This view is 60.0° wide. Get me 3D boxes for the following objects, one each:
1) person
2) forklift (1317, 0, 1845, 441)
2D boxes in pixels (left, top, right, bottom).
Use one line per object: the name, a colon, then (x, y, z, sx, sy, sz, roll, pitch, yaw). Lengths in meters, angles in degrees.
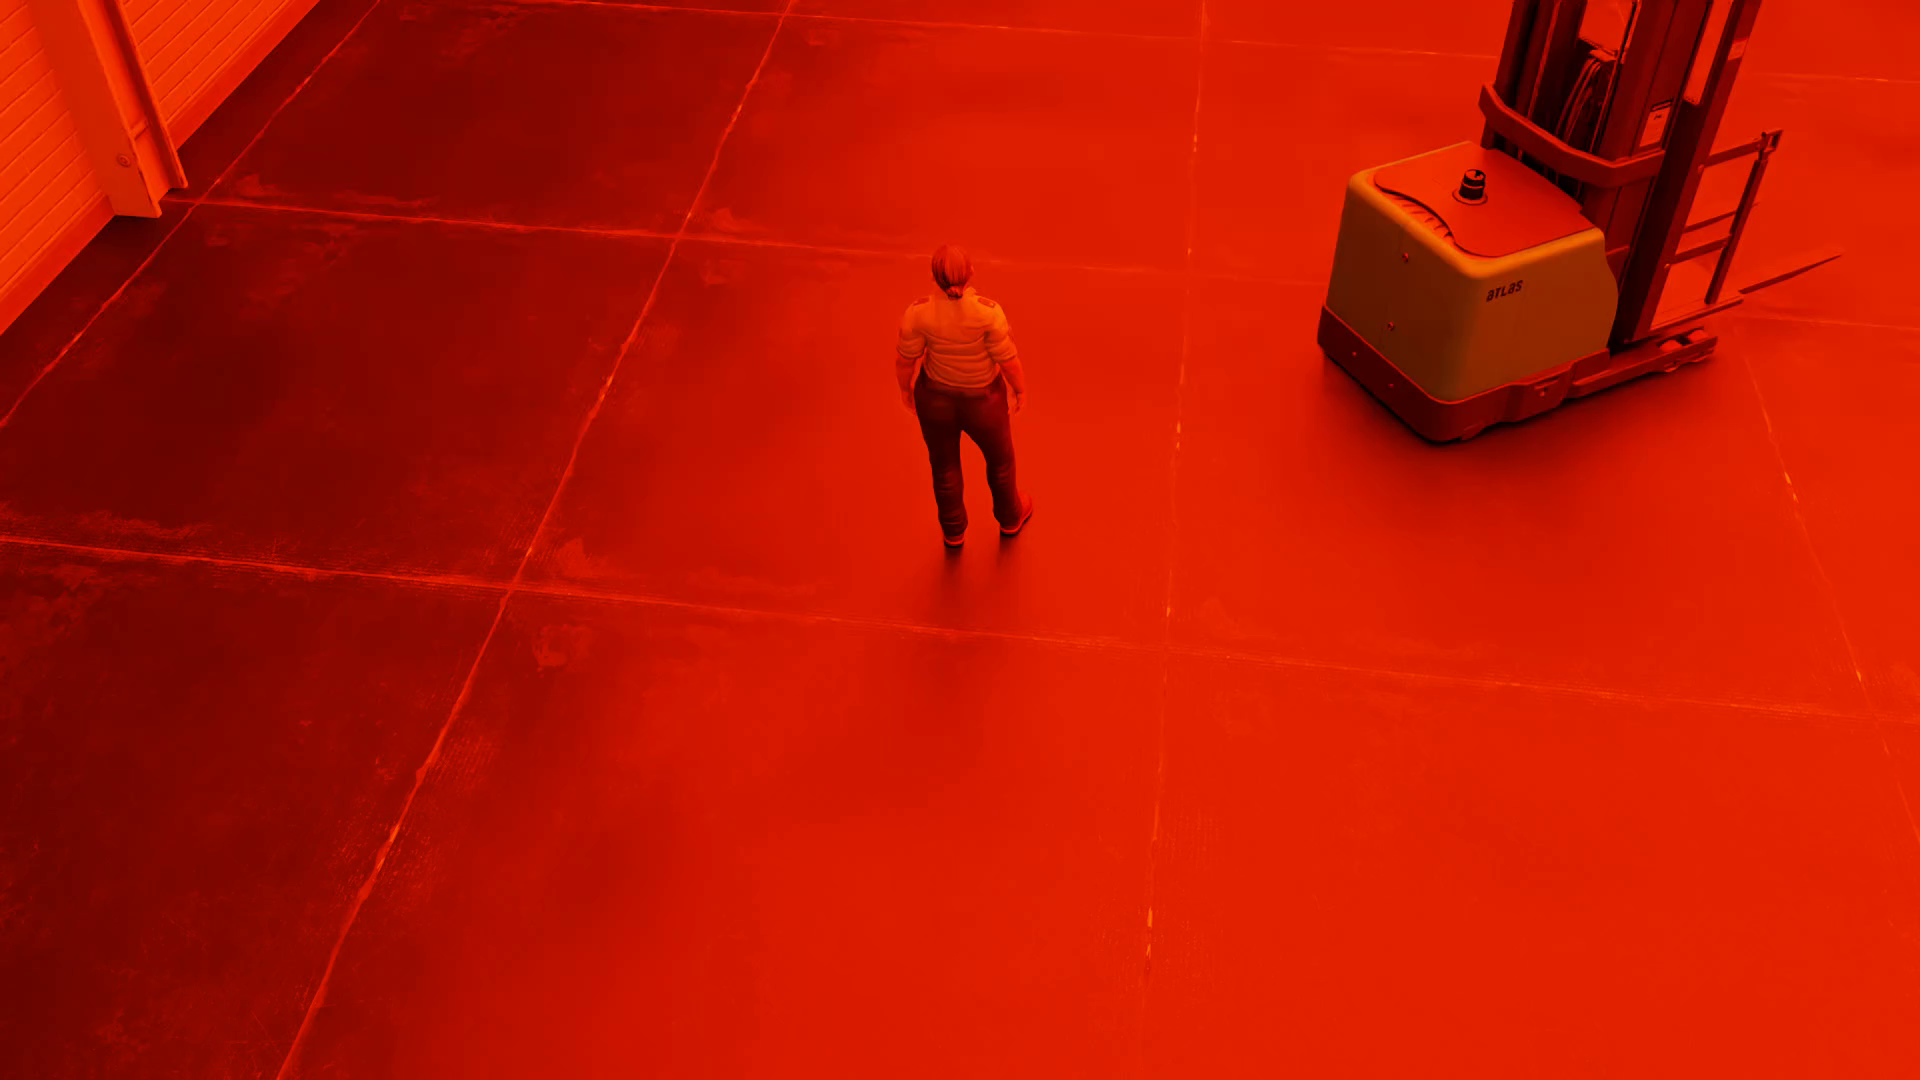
person: (0.034, -0.667, 7.394, 0.599, 1.642, 0.503, 5, 43, 6)
forklift: (3.470, -2.275, 8.201, 3.031, 2.935, 1.130, -19, 46, -20)
